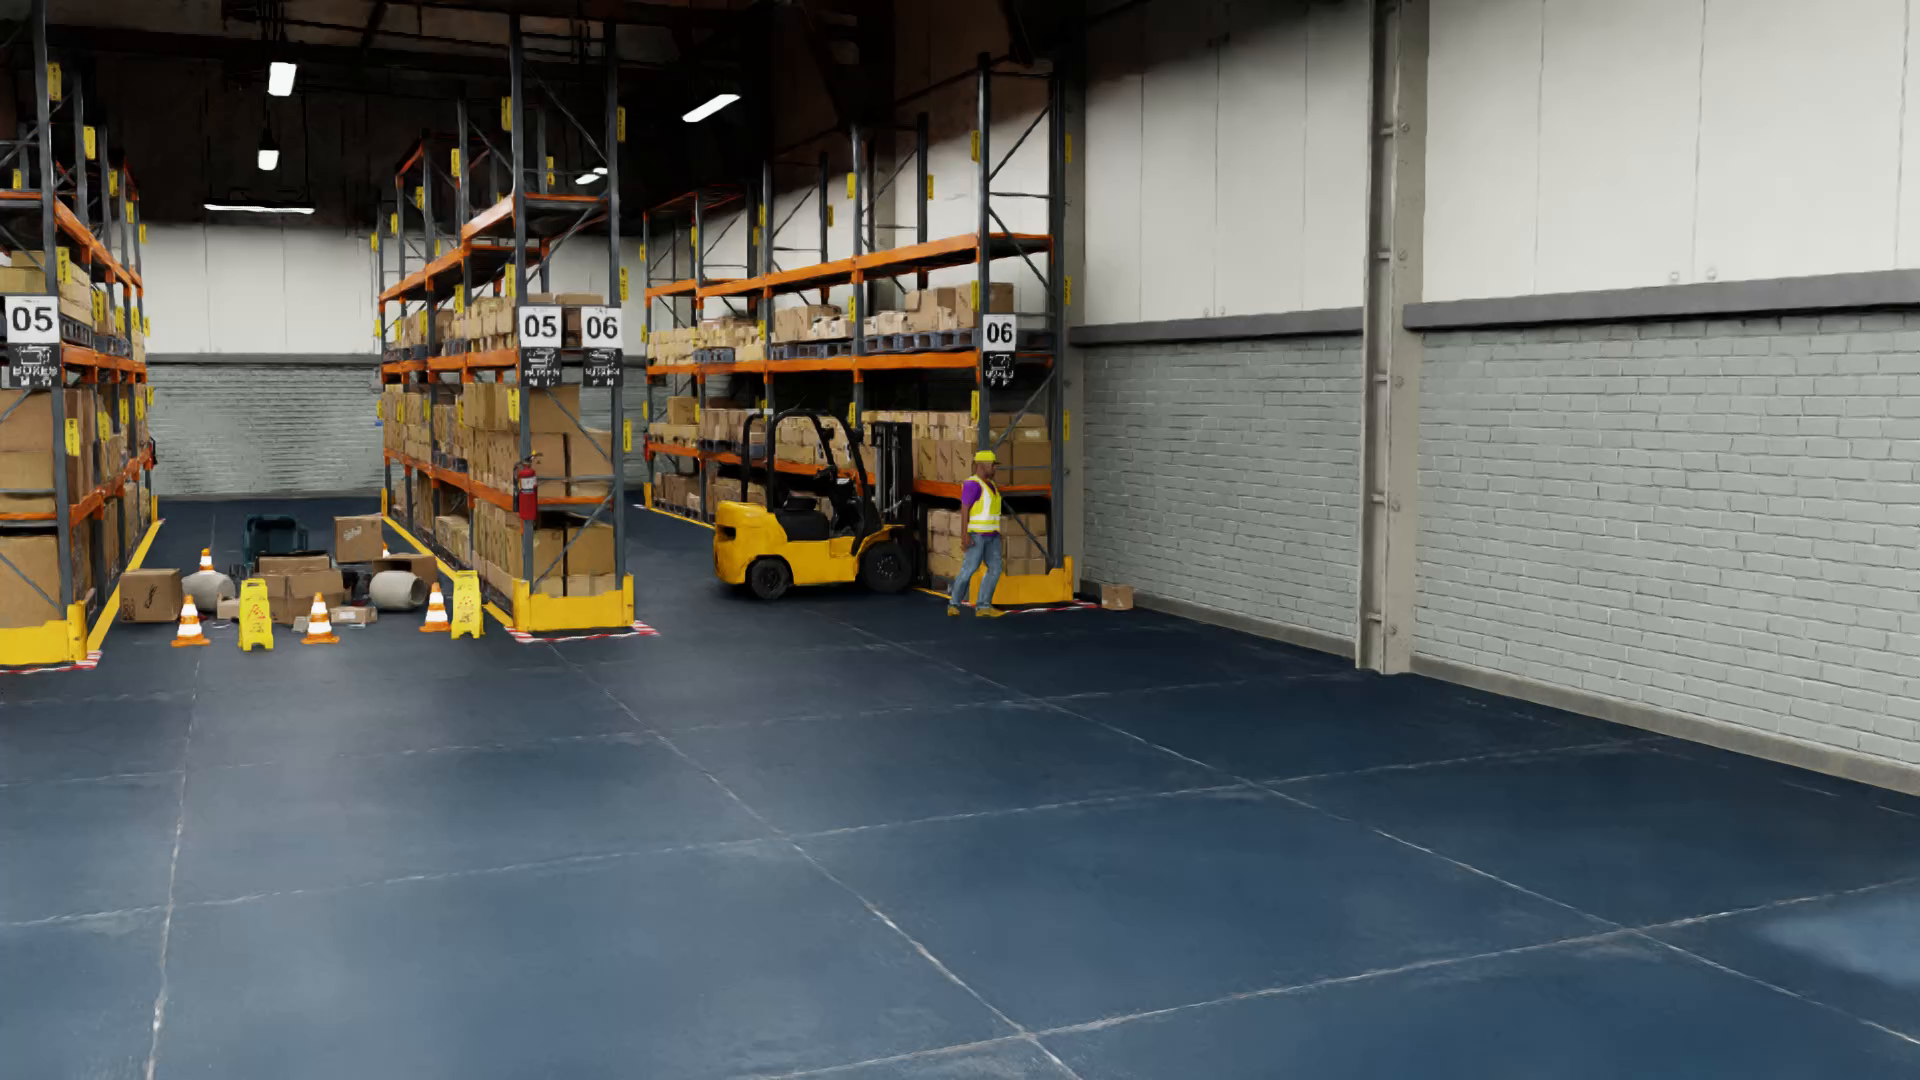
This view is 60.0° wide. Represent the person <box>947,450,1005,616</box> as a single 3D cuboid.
[{"bbox_3d":[0.164,-0.066,17.427,0.504,1.749,0.696,3,6,32],"label":"person"}]
